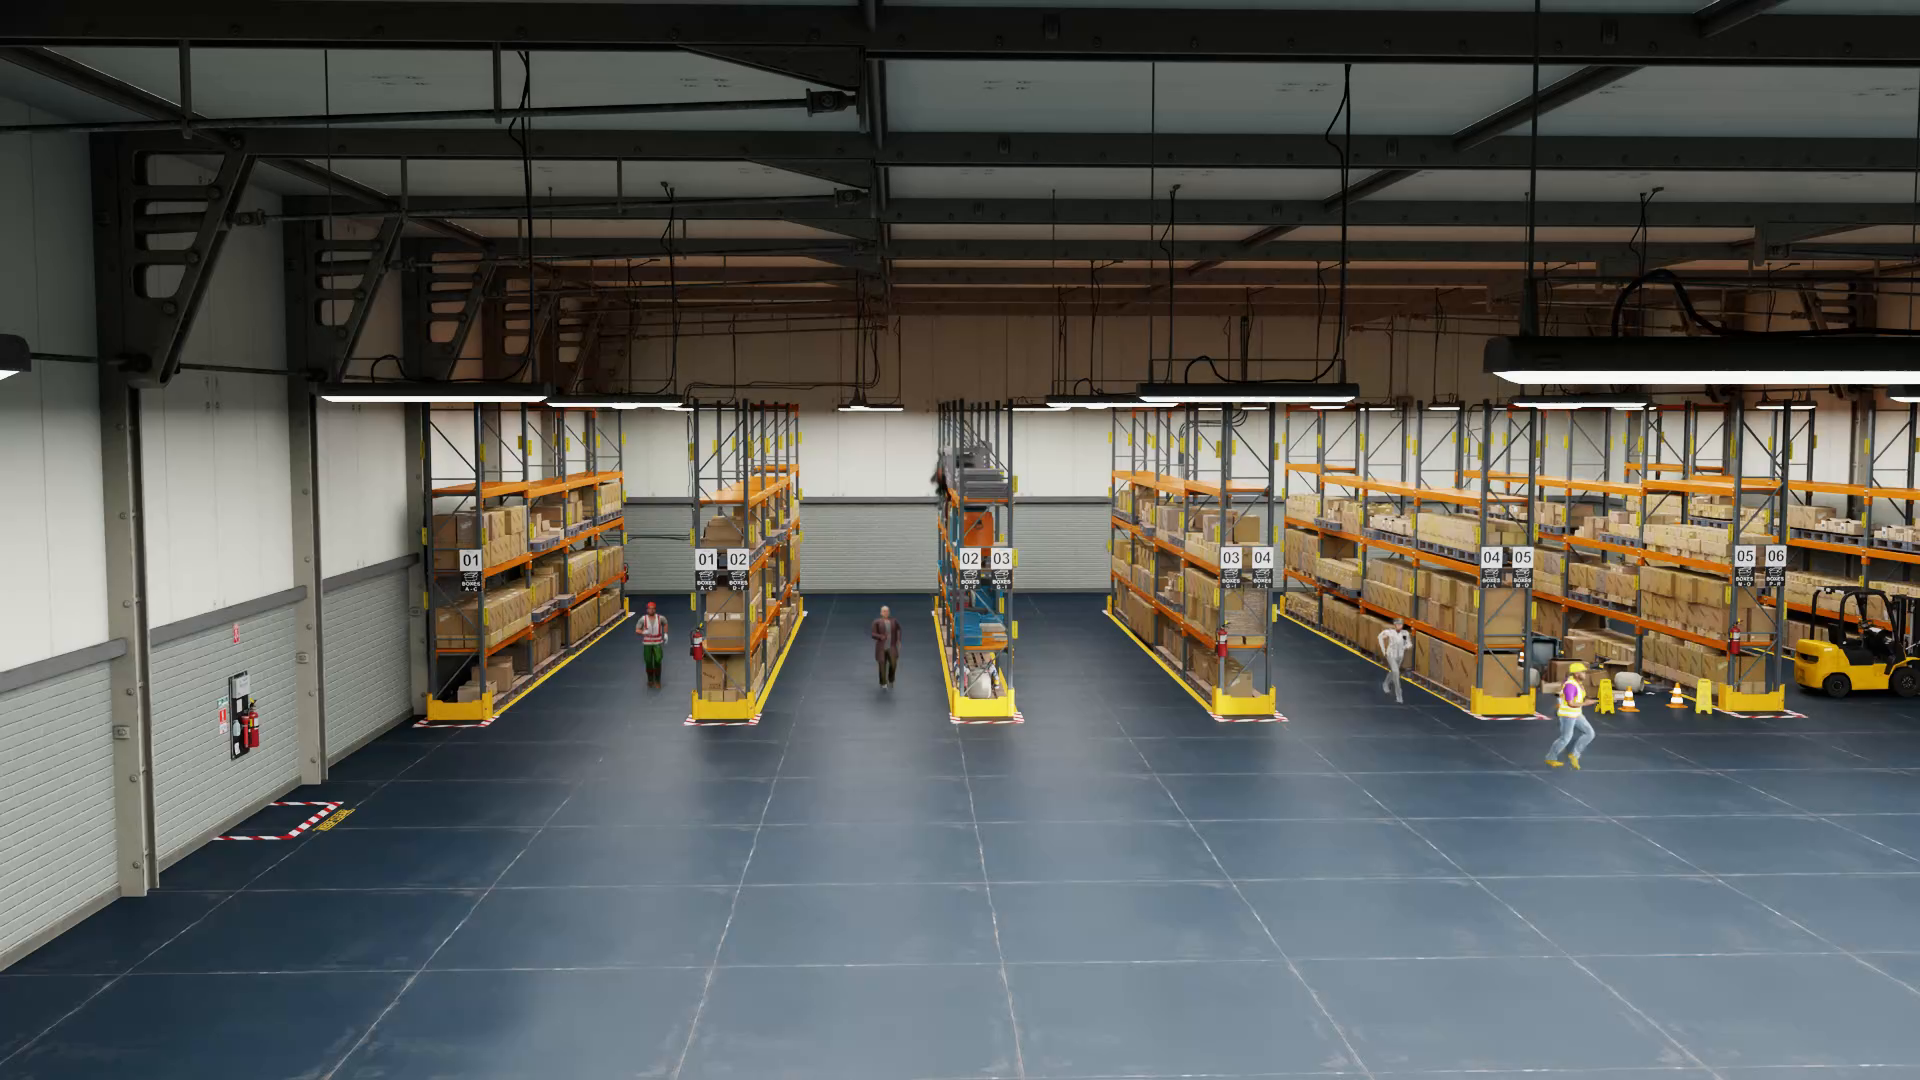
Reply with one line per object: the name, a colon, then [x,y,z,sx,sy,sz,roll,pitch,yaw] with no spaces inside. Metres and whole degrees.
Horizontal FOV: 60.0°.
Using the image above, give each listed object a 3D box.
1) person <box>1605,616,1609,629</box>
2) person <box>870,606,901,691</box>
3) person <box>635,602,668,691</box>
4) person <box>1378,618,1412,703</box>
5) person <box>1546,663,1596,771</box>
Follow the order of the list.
person: [16.708,1.632,42.997,0.555,1.654,0.550,-1,4,-9]
person: [-1.506,2.242,34.208,0.680,1.766,0.734,-1,4,-12]
person: [-6.401,2.207,34.559,0.664,1.852,0.760,-1,4,-9]
person: [8.715,2.371,33.383,0.613,1.693,0.983,-1,4,-11]
person: [9.800,2.820,26.619,0.800,1.743,0.734,3,5,37]
